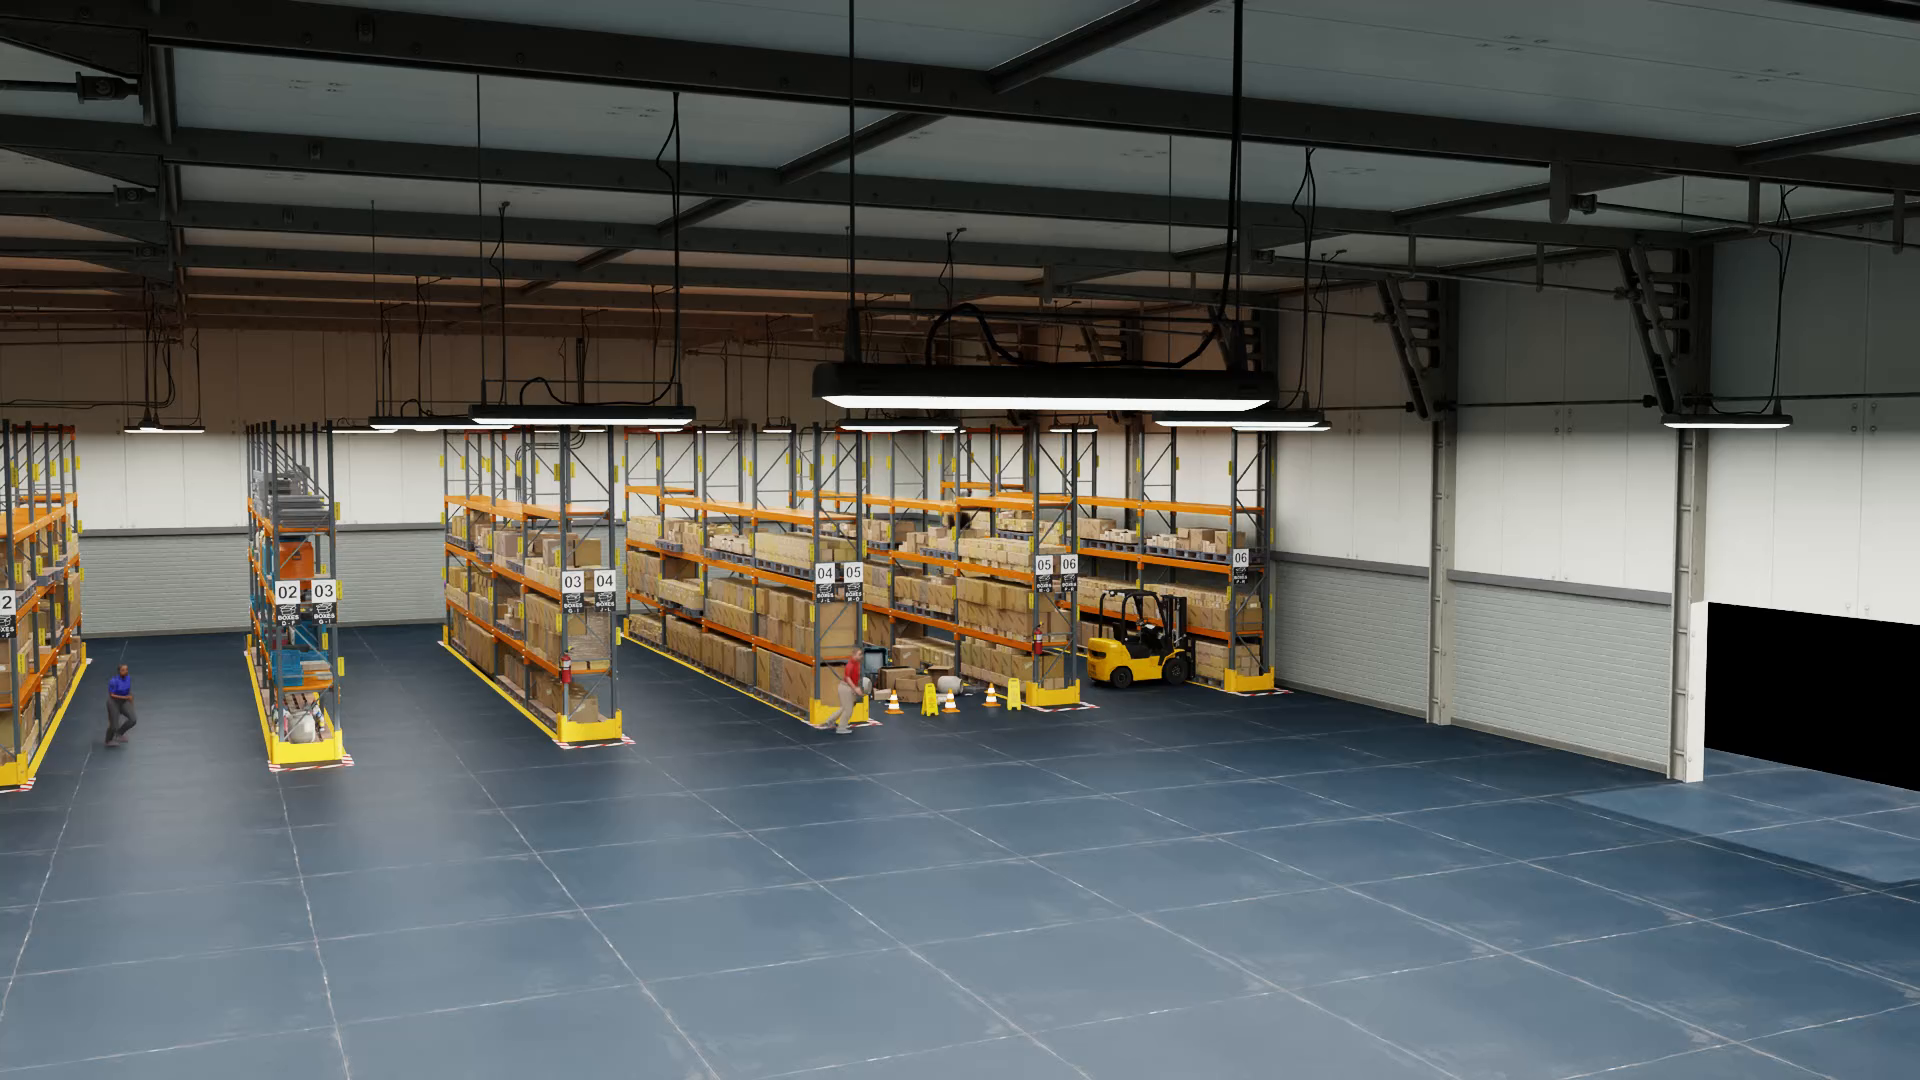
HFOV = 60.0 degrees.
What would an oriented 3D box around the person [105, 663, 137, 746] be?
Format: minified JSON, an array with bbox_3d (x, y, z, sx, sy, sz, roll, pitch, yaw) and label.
[{"bbox_3d":[-15.446,3.029,30.634,0.825,1.546,0.587,2,4,25],"label":"person"}]

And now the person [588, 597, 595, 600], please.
[{"bbox_3d":[-10.267,1.988,46.731,0.577,1.635,0.757,-1,4,-17],"label":"person"}]

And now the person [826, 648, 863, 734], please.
[{"bbox_3d":[-2.223,2.896,31.985,0.740,1.647,0.649,0,4,2],"label":"person"}]
